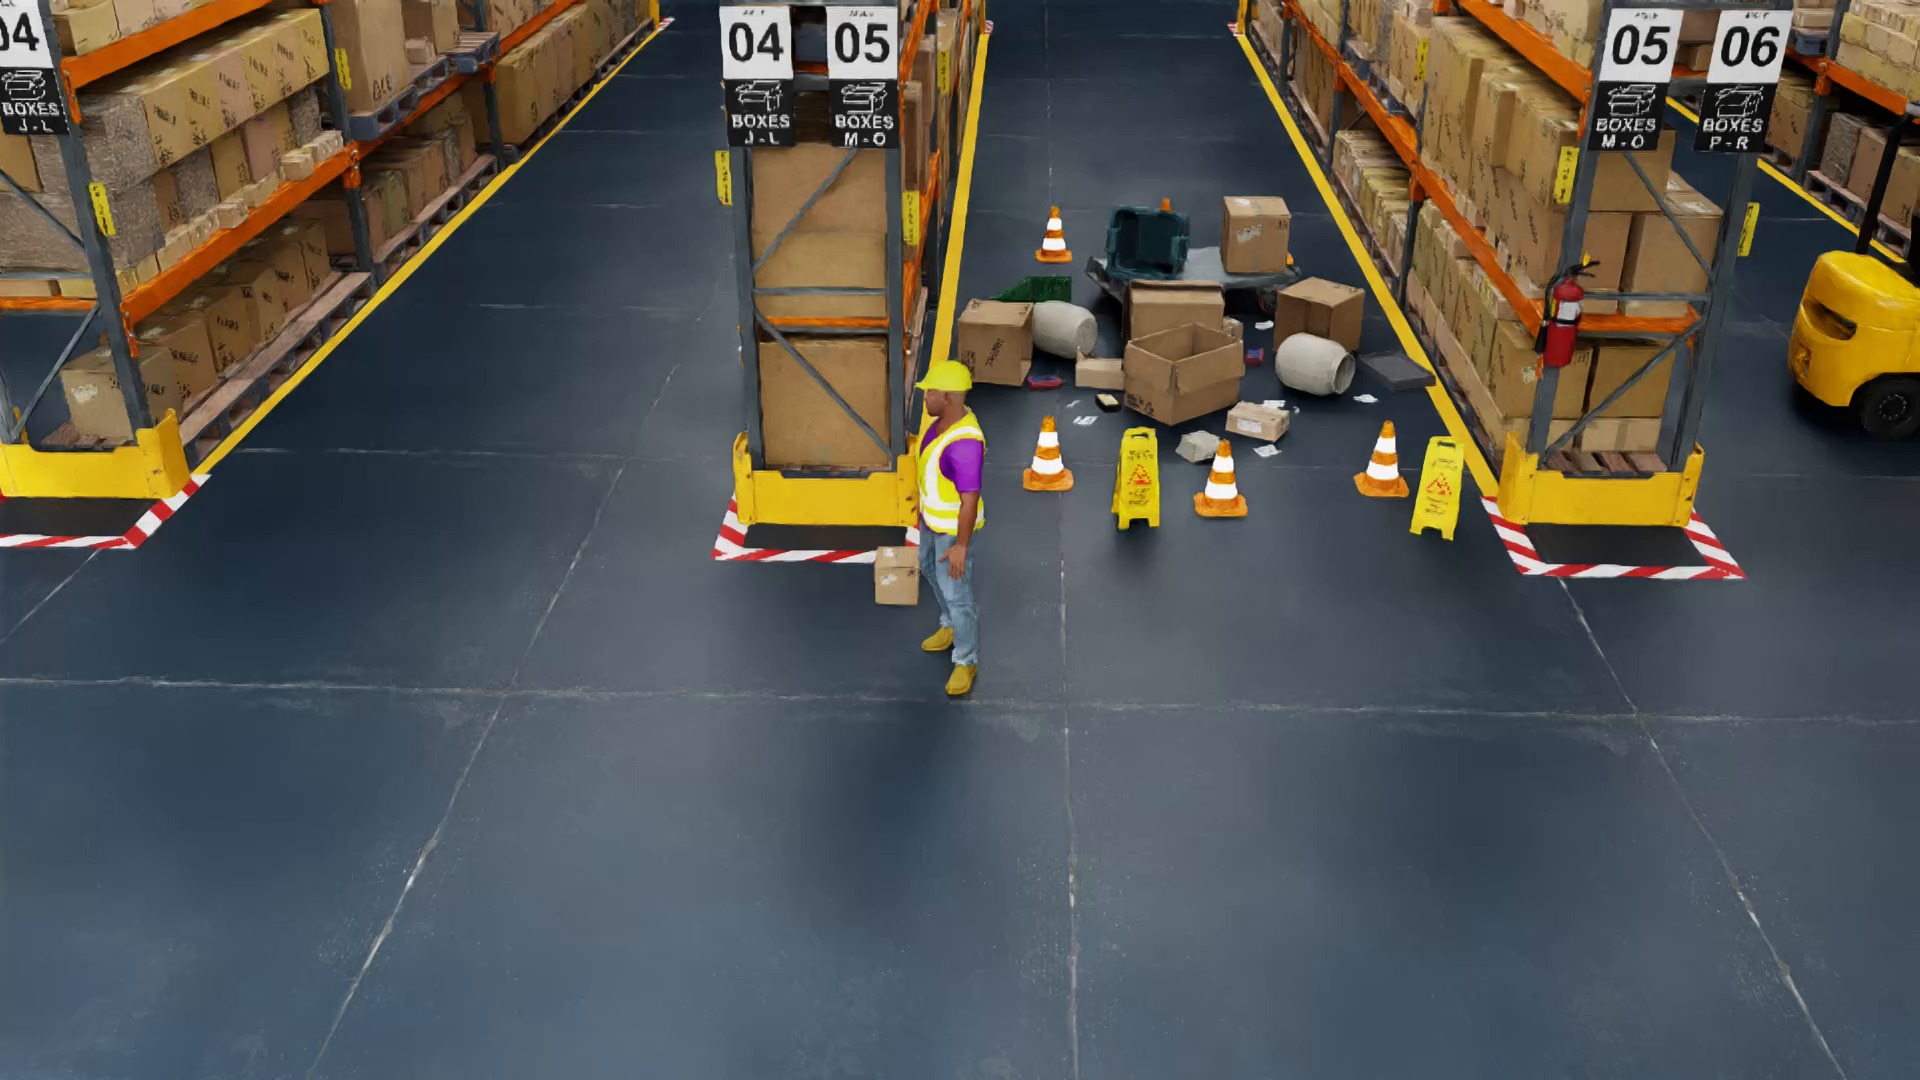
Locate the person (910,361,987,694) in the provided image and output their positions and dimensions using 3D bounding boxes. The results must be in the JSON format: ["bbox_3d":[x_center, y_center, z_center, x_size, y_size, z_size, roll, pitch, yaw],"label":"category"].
[{"bbox_3d":[-0.042,-0.085,8.730,0.353,1.798,0.675,-7,29,-13],"label":"person"}]
